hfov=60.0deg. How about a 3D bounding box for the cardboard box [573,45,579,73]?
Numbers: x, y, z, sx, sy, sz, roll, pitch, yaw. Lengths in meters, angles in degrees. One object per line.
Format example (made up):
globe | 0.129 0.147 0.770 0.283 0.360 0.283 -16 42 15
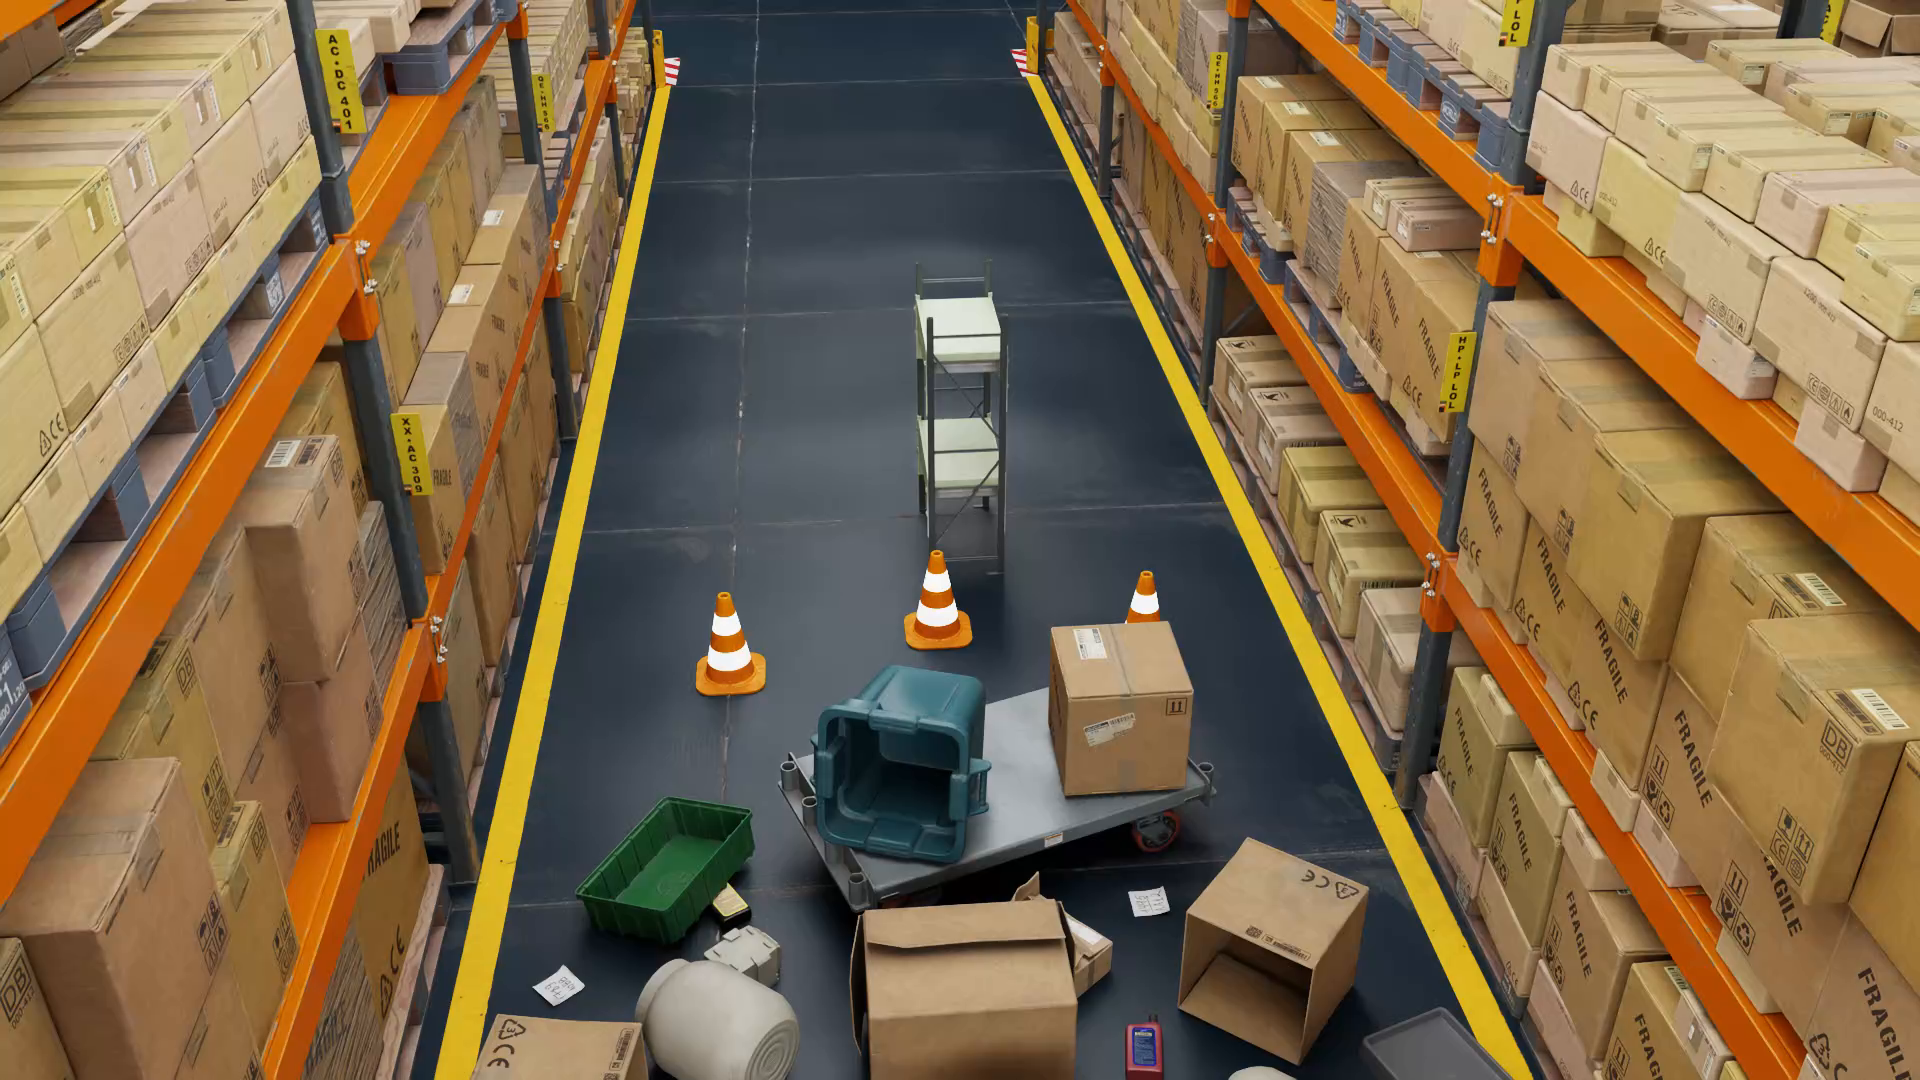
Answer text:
cardboard box | -2.943 -3.445 11.929 0.380 0.149 0.250 -4 31 -7

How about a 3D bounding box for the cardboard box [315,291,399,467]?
cardboard box | -2.551 -0.595 6.249 0.700 0.500 0.500 -3 31 -5

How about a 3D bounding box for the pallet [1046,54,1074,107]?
pallet | 1.452 -4.683 16.885 1.003 0.211 1.213 -3 31 -5

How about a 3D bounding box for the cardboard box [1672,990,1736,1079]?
cardboard box | 2.315 1.440 4.823 0.380 0.149 0.250 -1 31 -2

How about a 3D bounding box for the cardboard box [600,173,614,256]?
cardboard box | -2.879 -2.434 12.427 0.500 0.500 0.500 -3 31 -6

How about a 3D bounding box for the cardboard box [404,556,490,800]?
cardboard box | -2.646 0.603 7.099 1.050 0.750 0.750 -3 31 -5

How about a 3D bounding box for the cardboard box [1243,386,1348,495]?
cardboard box | 2.166 -0.588 9.462 0.950 0.372 0.625 -3 31 -6

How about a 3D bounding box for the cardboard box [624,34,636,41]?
cardboard box | -3.352 -4.819 16.183 0.380 0.149 0.250 -2 31 -4

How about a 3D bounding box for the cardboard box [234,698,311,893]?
cardboard box | -2.445 0.815 4.815 0.875 0.550 0.550 -3 31 -5

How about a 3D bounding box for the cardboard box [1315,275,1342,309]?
cardboard box | 1.994 -1.271 8.288 0.380 0.149 0.250 -2 31 -3

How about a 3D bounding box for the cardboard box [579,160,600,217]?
cardboard box | -2.827 -2.483 11.778 0.500 0.250 0.500 -4 31 -7

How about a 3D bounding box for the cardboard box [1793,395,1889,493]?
cardboard box | 2.294 -0.247 4.058 0.380 0.149 0.250 -3 31 -5

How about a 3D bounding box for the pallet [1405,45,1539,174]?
pallet | 2.468 -1.686 6.405 1.213 0.211 1.003 -3 31 -5

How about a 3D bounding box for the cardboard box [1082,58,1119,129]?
cardboard box | 1.637 -4.106 15.288 0.875 0.438 0.875 -4 31 -6

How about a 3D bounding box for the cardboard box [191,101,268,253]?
cardboard box | -2.150 -0.947 4.334 0.500 0.250 0.500 -3 31 -5

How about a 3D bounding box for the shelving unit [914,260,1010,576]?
shelving unit | 0.001 -0.640 8.860 0.431 1.500 0.755 -3 31 -5

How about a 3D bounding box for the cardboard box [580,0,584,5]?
cardboard box | -3.014 -4.086 12.422 0.380 0.149 0.250 -1 31 -2

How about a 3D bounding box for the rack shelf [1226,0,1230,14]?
rack shelf | 1.859 -4.201 11.134 1.077 0.370 4.000 -3 31 -5

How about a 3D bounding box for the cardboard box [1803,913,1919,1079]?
cardboard box | 2.427 1.193 3.940 0.500 0.500 0.500 -3 31 -4

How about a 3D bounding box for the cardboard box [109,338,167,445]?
cardboard box | -2.003 -0.323 3.679 0.380 0.149 0.250 -3 31 -5

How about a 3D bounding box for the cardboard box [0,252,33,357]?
cardboard box | -1.957 -0.408 3.043 0.380 0.149 0.250 -3 31 -5

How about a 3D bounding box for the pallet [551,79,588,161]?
pallet | -3.098 -2.838 11.264 1.003 0.211 1.213 -3 31 -5

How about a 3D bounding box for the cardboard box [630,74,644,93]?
cardboard box | -3.175 -4.296 15.597 0.380 0.149 0.250 -2 31 -4

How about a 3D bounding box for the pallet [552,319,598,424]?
pallet | -2.944 -1.114 10.909 1.003 0.211 1.213 -3 31 -5

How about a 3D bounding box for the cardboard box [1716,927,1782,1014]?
cardboard box | 2.357 1.161 4.626 0.380 0.149 0.250 -3 31 -5

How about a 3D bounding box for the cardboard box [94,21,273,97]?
cardboard box | -2.124 -1.315 4.561 0.380 0.149 0.250 -3 31 -5

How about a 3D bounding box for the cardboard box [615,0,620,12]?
cardboard box | -3.095 -4.642 13.709 0.500 0.500 0.500 -3 31 -5

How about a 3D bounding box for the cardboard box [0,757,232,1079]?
cardboard box | -2.182 0.884 3.645 0.875 0.550 0.550 -3 31 -5

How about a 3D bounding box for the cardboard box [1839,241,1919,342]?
cardboard box | 2.292 -0.578 3.835 0.380 0.149 0.250 -2 31 -3

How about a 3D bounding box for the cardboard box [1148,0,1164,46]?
cardboard box | 1.602 -3.698 11.444 0.500 0.500 0.500 -3 31 -5

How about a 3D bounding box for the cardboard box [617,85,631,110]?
cardboard box | -3.101 -3.888 14.624 0.380 0.149 0.250 -2 31 -4

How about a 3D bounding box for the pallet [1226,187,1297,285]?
pallet | 2.219 -1.760 9.458 1.213 0.211 1.003 -3 31 -5

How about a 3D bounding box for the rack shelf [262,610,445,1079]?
rack shelf | -2.312 1.460 4.582 1.077 0.370 4.000 -3 31 -5

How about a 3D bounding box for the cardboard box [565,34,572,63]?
cardboard box | -2.914 -3.427 11.608 0.380 0.149 0.250 -4 31 -7

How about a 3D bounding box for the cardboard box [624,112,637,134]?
cardboard box | -3.122 -3.772 15.011 0.380 0.149 0.250 -4 31 -6

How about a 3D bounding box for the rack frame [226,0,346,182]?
rack frame | -2.499 -2.445 4.568 1.000 3.000 0.127 -3 31 -5

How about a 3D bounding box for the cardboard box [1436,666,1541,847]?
cardboard box | 2.206 0.834 6.469 0.500 0.500 0.500 -1 31 -2

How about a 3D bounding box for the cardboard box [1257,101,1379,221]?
cardboard box | 1.914 -2.045 8.952 0.500 0.500 0.500 -1 31 -2

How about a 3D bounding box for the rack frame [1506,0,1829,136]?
rack frame | 2.420 -2.734 5.052 1.000 3.000 0.127 -3 31 -5

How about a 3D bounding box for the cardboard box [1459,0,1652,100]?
cardboard box | 2.221 -1.853 6.239 0.500 0.250 0.500 -3 31 -6

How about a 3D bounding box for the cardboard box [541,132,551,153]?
cardboard box | -2.764 -2.497 10.341 0.380 0.149 0.250 -1 31 -2

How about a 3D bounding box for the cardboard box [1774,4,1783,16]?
cardboard box | 6.362 -3.878 12.538 0.396 0.266 0.258 -1 31 -2

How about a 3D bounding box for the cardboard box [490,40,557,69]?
cardboard box | -2.847 -3.156 10.864 0.380 0.149 0.250 -2 31 -3

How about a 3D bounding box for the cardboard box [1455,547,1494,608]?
cardboard box | 2.130 0.126 6.360 0.380 0.149 0.250 -3 31 -5

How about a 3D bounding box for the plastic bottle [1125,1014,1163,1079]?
plastic bottle | 0.673 1.852 6.090 0.133 0.061 0.283 2 31 4

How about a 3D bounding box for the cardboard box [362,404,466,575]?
cardboard box | -2.280 -0.194 6.552 0.500 0.500 0.500 -2 31 -4

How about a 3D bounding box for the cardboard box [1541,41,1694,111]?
cardboard box | 2.125 -1.504 5.386 0.380 0.149 0.250 -3 31 -5

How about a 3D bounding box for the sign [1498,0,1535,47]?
sign | 1.868 -1.809 5.540 0.100 0.325 0.005 -3 31 -5

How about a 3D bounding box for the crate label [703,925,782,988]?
crate label | -0.841 1.624 6.398 0.250 0.136 0.298 27 40 37

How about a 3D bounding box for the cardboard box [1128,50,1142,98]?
cardboard box | 1.533 -3.415 12.188 0.500 0.250 0.500 -3 31 -5

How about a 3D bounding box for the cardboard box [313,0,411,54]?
cardboard box | -2.371 -2.001 6.487 0.380 0.149 0.250 -3 31 -5

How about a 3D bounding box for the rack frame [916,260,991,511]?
rack frame | -0.034 -0.827 9.173 0.400 1.500 0.023 -3 31 -5

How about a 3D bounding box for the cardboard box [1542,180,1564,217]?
cardboard box | 2.203 -1.166 5.596 0.380 0.149 0.250 -3 31 -5

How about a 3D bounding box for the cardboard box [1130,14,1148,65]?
cardboard box | 1.530 -3.631 12.063 0.500 0.250 0.500 -2 31 -4

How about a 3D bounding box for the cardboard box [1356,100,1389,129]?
cardboard box | 2.425 -2.069 8.992 0.500 0.500 0.500 -3 31 -5
